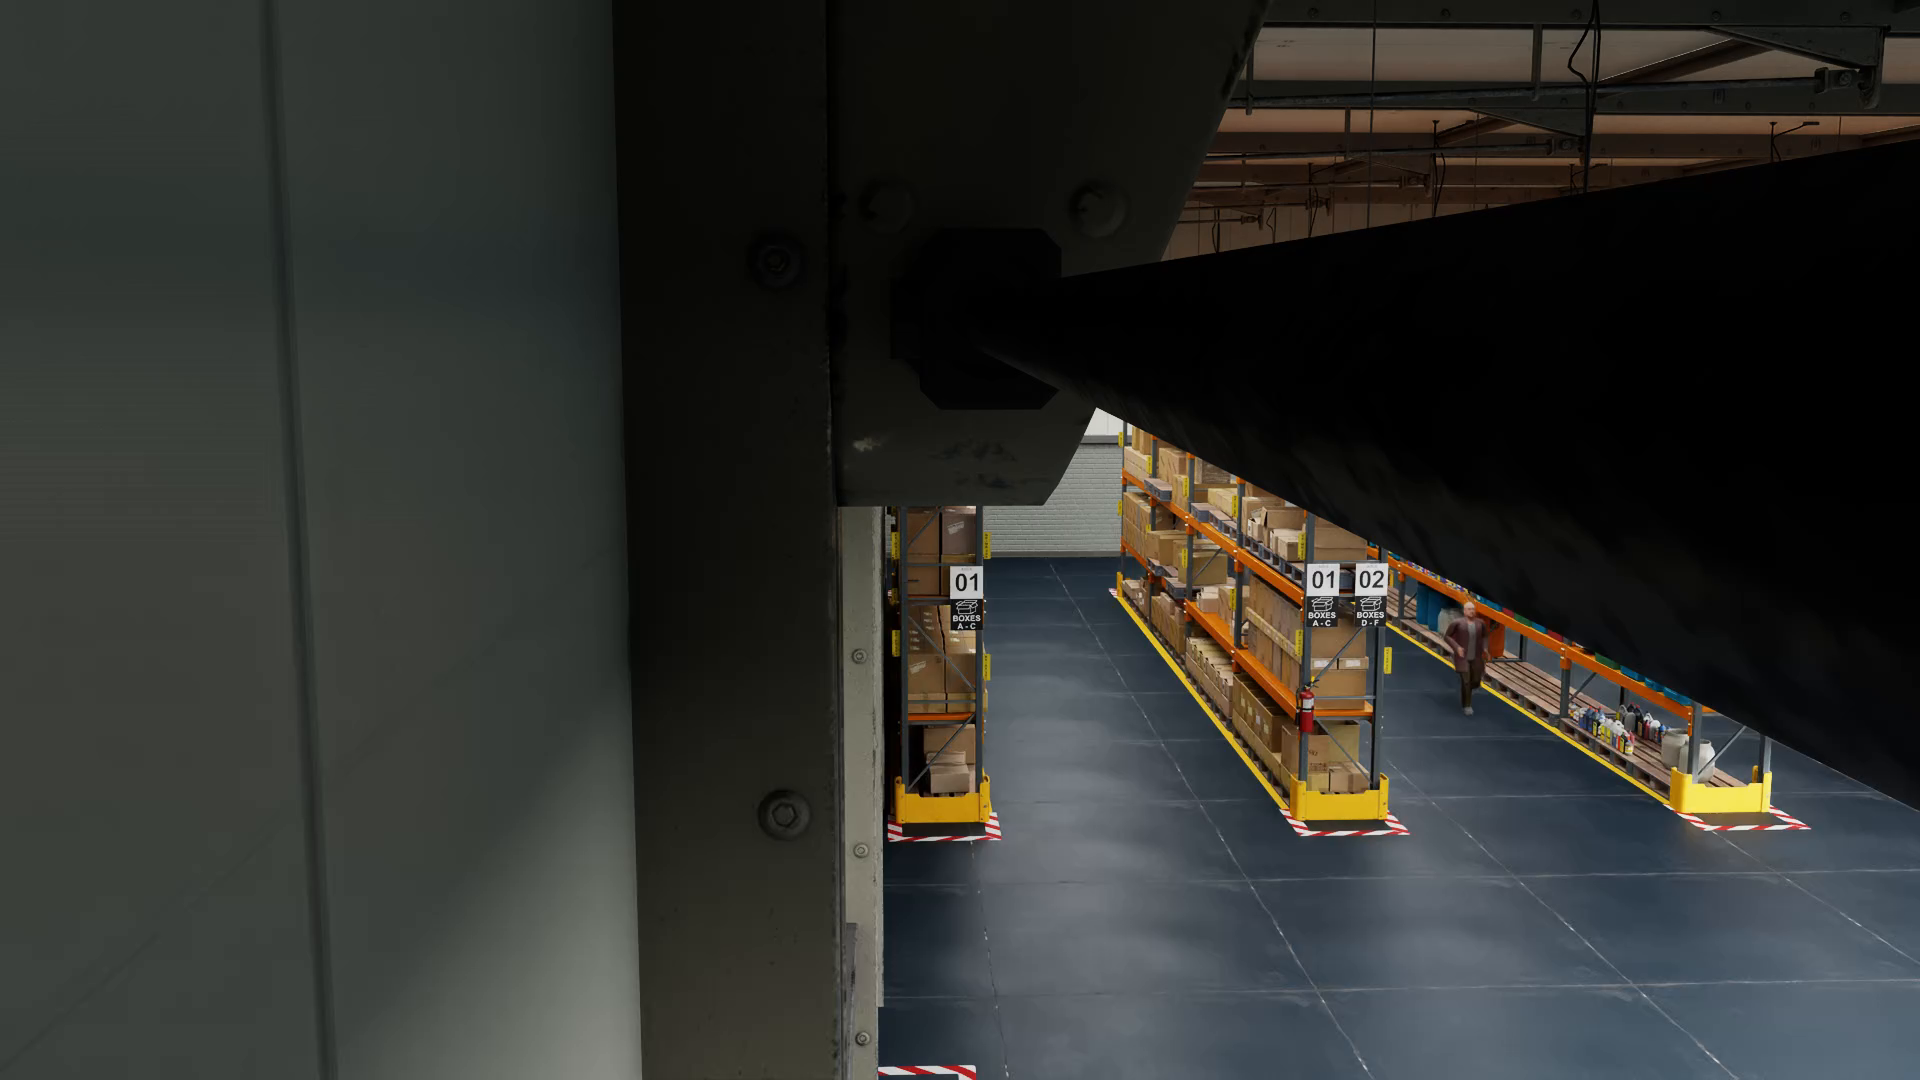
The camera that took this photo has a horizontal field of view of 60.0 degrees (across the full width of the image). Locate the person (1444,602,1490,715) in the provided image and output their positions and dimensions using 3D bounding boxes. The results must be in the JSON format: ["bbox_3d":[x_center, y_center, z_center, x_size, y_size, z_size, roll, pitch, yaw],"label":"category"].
[{"bbox_3d":[7.937,1.831,26.057,0.712,1.739,0.653,0,8,-2],"label":"person"}]

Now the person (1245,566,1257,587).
[{"bbox_3d":[6.062,0.626,34.753,0.577,1.699,0.794,-2,8,-11],"label":"person"}]
